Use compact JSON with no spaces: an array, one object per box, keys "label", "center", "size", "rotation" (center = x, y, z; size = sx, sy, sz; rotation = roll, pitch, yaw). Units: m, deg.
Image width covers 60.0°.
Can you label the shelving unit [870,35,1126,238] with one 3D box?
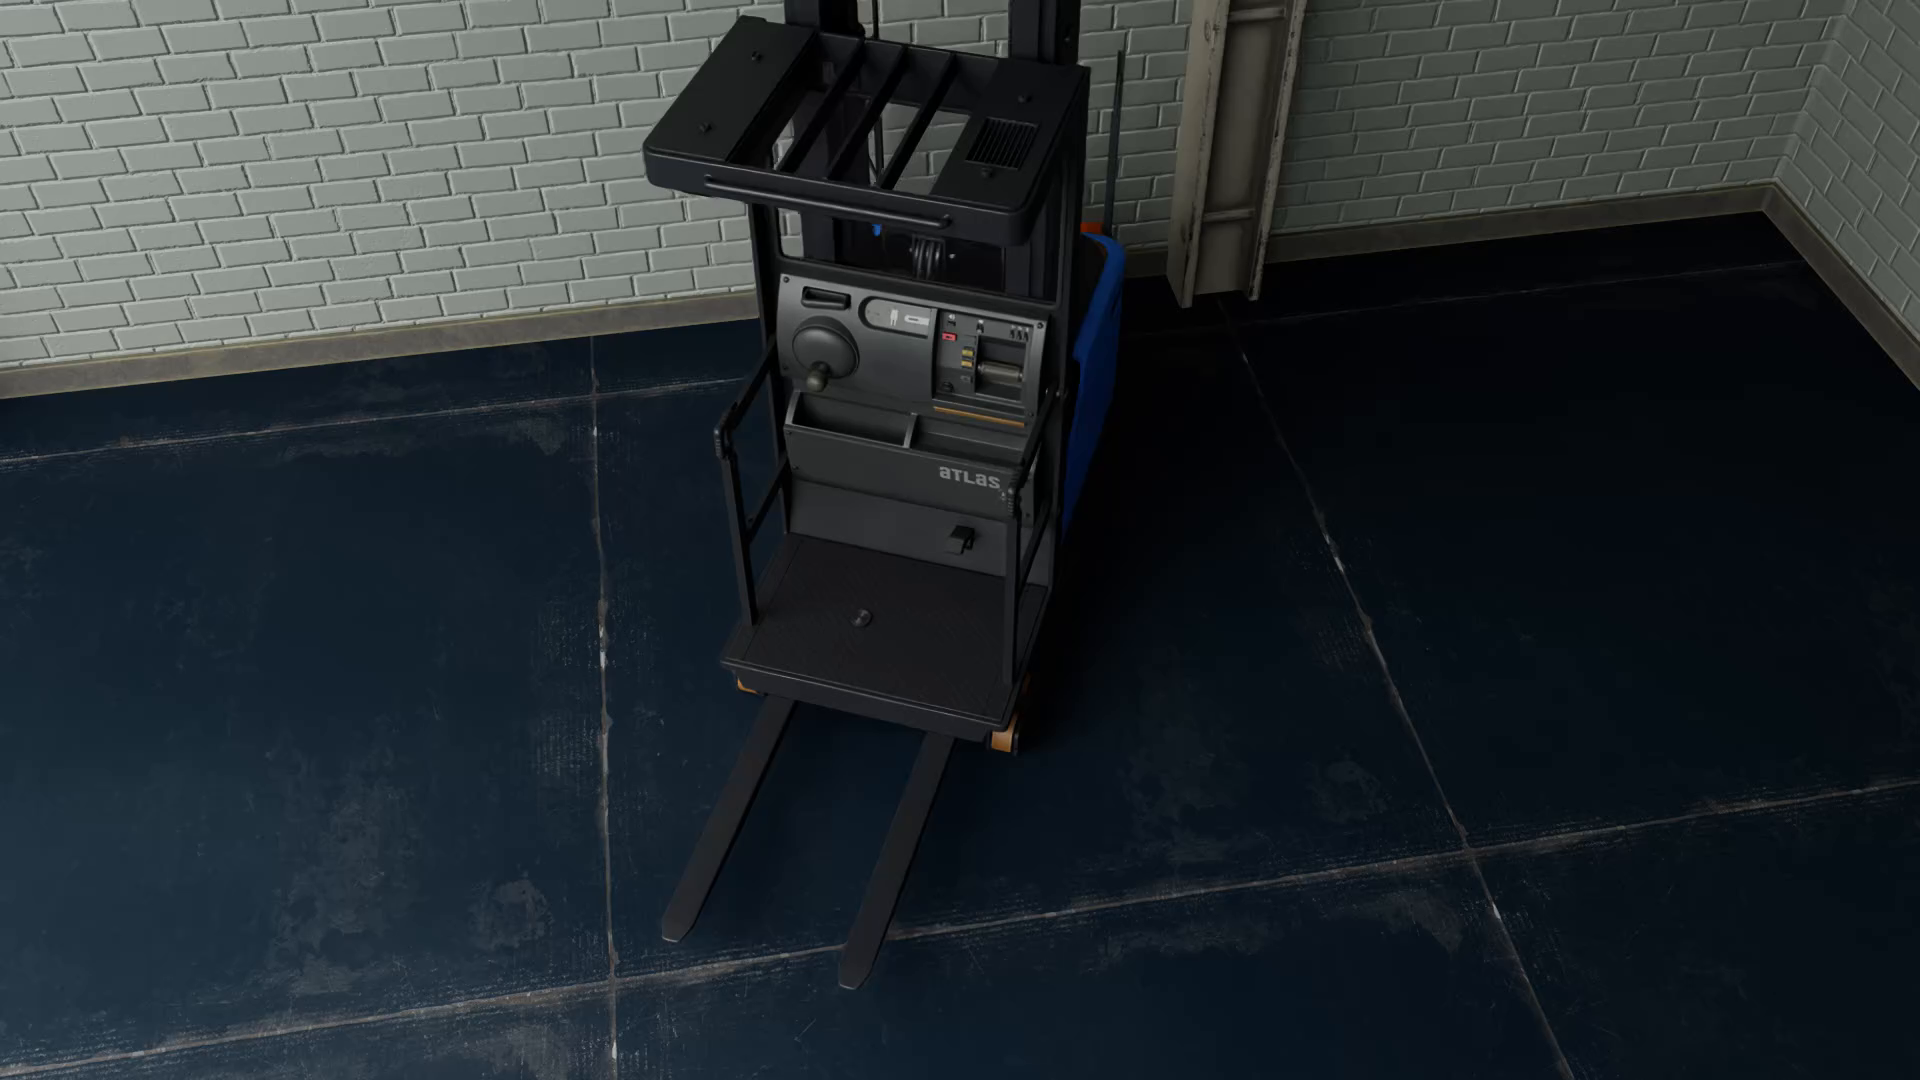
[{"label":"shelving unit","center":[0.117,-1.343,7.196],"size":[1.083,1.500,0.587],"rotation":[5,46,5]}]

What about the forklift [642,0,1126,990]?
[{"label":"forklift","center":[-0.226,-0.551,5.439],"size":[1.130,2.935,3.031],"rotation":[12,47,11]}]

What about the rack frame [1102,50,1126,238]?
[{"label":"rack frame","center":[0.631,-1.298,7.152],"size":[0.032,1.500,0.500],"rotation":[5,46,5]}]

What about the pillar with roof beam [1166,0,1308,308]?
[{"label":"pillar with roof beam","center":[1.967,-1.320,1.966],"size":[0.400,9.000,9.100],"rotation":[-7,46,-7]}]

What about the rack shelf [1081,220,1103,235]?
[{"label":"rack shelf","center":[0.126,-1.218,7.325],"size":[1.000,0.185,0.538],"rotation":[5,46,5]}]

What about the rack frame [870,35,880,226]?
[{"label":"rack frame","center":[-0.378,-1.387,7.238],"size":[0.032,1.500,0.500],"rotation":[5,46,5]}]
